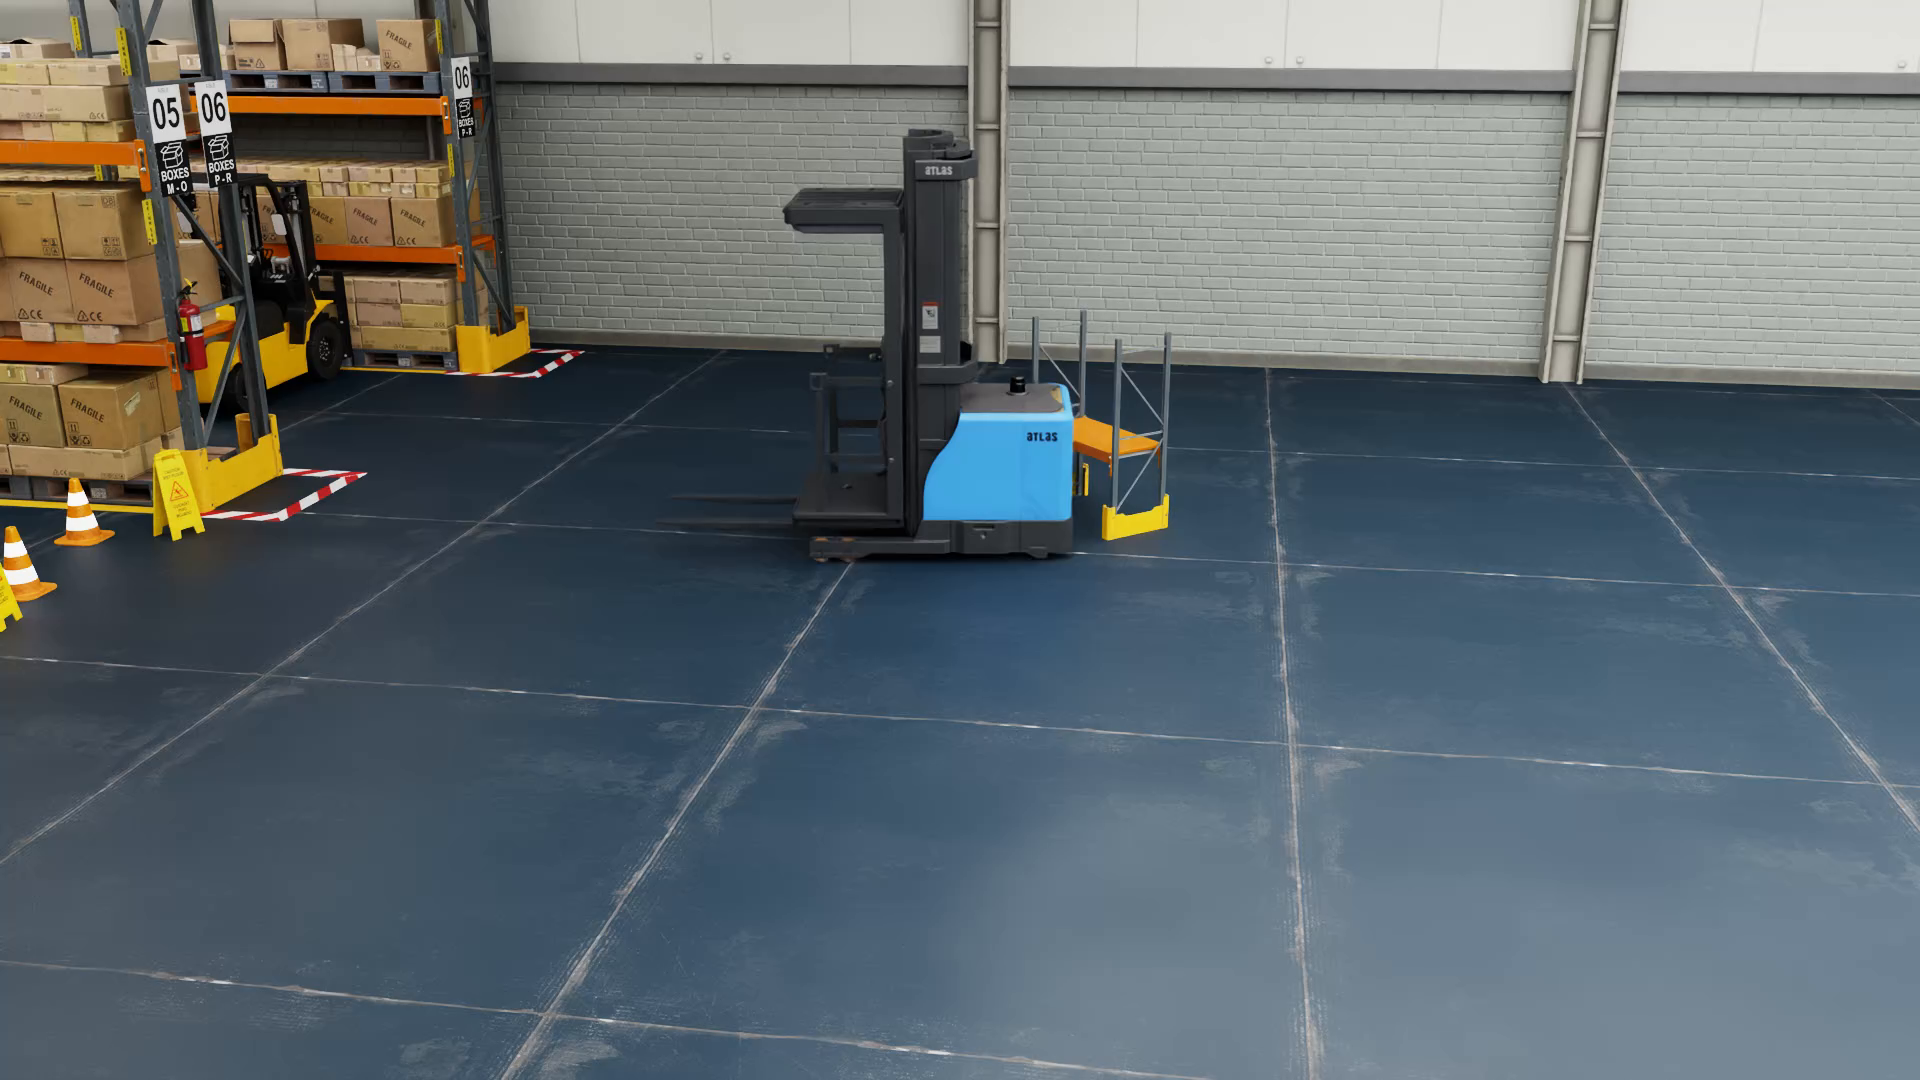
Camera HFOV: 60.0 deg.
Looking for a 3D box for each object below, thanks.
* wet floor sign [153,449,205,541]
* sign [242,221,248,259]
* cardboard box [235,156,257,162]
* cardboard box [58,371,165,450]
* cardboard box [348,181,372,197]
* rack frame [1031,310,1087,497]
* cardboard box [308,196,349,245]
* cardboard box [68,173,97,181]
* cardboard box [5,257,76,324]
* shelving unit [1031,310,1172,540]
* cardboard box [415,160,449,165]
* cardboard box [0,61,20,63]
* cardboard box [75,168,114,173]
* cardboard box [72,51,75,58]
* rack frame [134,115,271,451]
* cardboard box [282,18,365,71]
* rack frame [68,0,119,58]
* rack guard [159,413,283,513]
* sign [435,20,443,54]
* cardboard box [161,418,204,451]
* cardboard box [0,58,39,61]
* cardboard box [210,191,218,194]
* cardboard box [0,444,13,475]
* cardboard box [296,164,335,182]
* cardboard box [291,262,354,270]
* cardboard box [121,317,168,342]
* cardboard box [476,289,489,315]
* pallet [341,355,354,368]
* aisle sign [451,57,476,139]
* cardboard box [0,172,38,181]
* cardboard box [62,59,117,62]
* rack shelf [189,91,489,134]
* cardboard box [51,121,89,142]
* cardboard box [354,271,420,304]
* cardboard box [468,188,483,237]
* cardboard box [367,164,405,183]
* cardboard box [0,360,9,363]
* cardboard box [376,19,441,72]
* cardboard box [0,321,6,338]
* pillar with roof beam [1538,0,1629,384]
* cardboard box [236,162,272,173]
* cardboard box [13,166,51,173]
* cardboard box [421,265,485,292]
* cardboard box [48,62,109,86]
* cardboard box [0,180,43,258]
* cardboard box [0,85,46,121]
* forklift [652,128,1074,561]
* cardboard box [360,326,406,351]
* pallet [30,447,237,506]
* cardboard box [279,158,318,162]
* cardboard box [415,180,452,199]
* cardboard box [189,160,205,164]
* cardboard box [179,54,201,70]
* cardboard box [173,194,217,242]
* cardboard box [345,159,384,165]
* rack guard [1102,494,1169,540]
[{"bbox_3d":[-5.843,-0.354,12.343,0.232,0.644,0.267,10,21,27],"label":"wet floor sign"},{"bbox_3d":[-5.775,-2.395,13.371,0.005,0.325,0.100,3,19,9],"label":"sign"},{"bbox_3d":[-7.902,-4.118,18.236,0.250,0.149,0.380,3,19,8],"label":"cardboard box"},{"bbox_3d":[-6.694,-1.024,13.127,0.500,0.500,0.500,3,19,9],"label":"cardboard box"},{"bbox_3d":[-6.211,-3.707,17.474,0.250,0.149,0.380,3,19,8],"label":"cardboard box"},{"bbox_3d":[0.768,-1.033,13.028,0.500,1.500,0.032,-12,22,-31],"label":"rack frame"},{"bbox_3d":[-6.622,-3.415,17.624,0.500,0.500,0.500,3,19,8],"label":"cardboard box"},{"bbox_3d":[-9.399,-3.874,17.975,0.250,0.149,0.380,4,19,11],"label":"cardboard box"},{"bbox_3d":[-6.934,-1.971,12.840,0.500,0.500,0.500,3,19,9],"label":"cardboard box"},{"bbox_3d":[-7.100,-1.310,13.381,13.309,1.800,11.382,-12,22,-31],"label":"shelving unit"},{"bbox_3d":[-5.628,-3.983,17.831,0.250,0.149,0.380,4,19,11],"label":"cardboard box"},{"bbox_3d":[-7.228,-3.497,12.438,0.250,0.149,0.380,3,19,9],"label":"cardboard box"},{"bbox_3d":[-9.596,-4.041,18.474,0.250,0.149,0.380,2,19,7],"label":"cardboard box"},{"bbox_3d":[-9.834,-5.226,18.043,0.250,0.149,0.380,3,19,9],"label":"cardboard box"},{"bbox_3d":[-5.861,-1.815,13.000,0.127,3.000,1.000,3,19,9],"label":"rack frame"},{"bbox_3d":[-6.549,-5.115,17.160,0.500,0.500,0.700,3,19,9],"label":"cardboard box"},{"bbox_3d":[-9.027,-6.416,17.298,0.127,3.000,1.000,3,19,9],"label":"rack frame"},{"bbox_3d":[-5.936,-0.633,13.408,0.348,0.500,1.175,3,19,9],"label":"rack guard"},{"bbox_3d":[-5.177,-5.006,16.538,0.005,0.325,0.100,3,19,9],"label":"sign"},{"bbox_3d":[-6.614,-0.837,13.750,0.500,0.250,0.500,3,19,8],"label":"cardboard box"},{"bbox_3d":[-7.409,-3.675,12.971,0.250,0.149,0.380,3,19,10],"label":"cardboard box"},{"bbox_3d":[-7.746,-3.762,17.639,0.250,0.149,0.380,3,19,8],"label":"cardboard box"},{"bbox_3d":[-7.730,-0.720,13.398,0.500,0.250,0.500,2,19,7],"label":"cardboard box"},{"bbox_3d":[-6.741,-3.851,17.437,0.250,0.149,0.380,3,19,10],"label":"cardboard box"},{"bbox_3d":[-7.013,-2.904,18.349,0.500,0.250,0.500,3,19,8],"label":"cardboard box"},{"bbox_3d":[-6.264,-1.648,12.896,0.250,0.149,0.380,4,19,10],"label":"cardboard box"},{"bbox_3d":[-5.509,-2.591,18.204,0.500,0.250,0.500,3,19,10],"label":"cardboard box"},{"bbox_3d":[-7.040,-2.135,18.352,1.213,0.211,1.003,3,19,9],"label":"pallet"},{"bbox_3d":[-5.059,-4.508,16.951,0.004,0.787,0.394,3,19,9],"label":"aisle sign"},{"bbox_3d":[-10.171,-3.882,17.998,0.250,0.149,0.380,2,19,7],"label":"cardboard box"},{"bbox_3d":[-6.668,-3.618,12.800,0.250,0.149,0.380,3,19,9],"label":"cardboard box"},{"bbox_3d":[-7.052,-4.552,17.587,4.000,0.370,1.077,3,19,9],"label":"rack shelf"},{"bbox_3d":[-6.509,-3.051,12.362,0.250,0.149,0.380,3,19,9],"label":"cardboard box"},{"bbox_3d":[-6.087,-2.689,17.708,0.500,0.250,0.500,3,19,10],"label":"cardboard box"},{"bbox_3d":[-5.523,-3.530,17.967,0.500,0.500,0.500,4,19,10],"label":"cardboard box"},{"bbox_3d":[-5.976,-3.826,17.361,0.250,0.149,0.380,3,19,10],"label":"cardboard box"},{"bbox_3d":[-7.574,-1.357,13.098,0.250,0.149,0.380,4,19,11],"label":"cardboard box"},{"bbox_3d":[-5.553,-5.033,16.912,0.500,0.500,0.500,4,19,10],"label":"cardboard box"},{"bbox_3d":[-7.538,-1.690,13.023,0.250,0.149,0.380,3,19,8],"label":"cardboard box"},{"bbox_3d":[5.543,-4.580,11.809,0.400,9.000,9.100,3,19,9],"label":"pillar with roof beam"},{"bbox_3d":[-7.475,-3.919,17.639,0.250,0.149,0.380,3,19,8],"label":"cardboard box"},{"bbox_3d":[-10.340,-4.081,18.593,0.250,0.149,0.380,3,19,9],"label":"cardboard box"},{"bbox_3d":[-5.522,-2.823,18.109,0.500,0.250,0.500,3,19,8],"label":"cardboard box"},{"bbox_3d":[-6.491,-3.446,12.287,0.250,0.149,0.380,3,19,10],"label":"cardboard box"},{"bbox_3d":[-7.419,-2.456,12.714,0.500,0.500,0.700,3,19,8],"label":"cardboard box"},{"bbox_3d":[-6.904,-3.279,12.415,0.500,0.250,0.500,3,19,8],"label":"cardboard box"},{"bbox_3d":[-0.701,-1.404,11.881,3.031,2.935,1.130,0,19,1],"label":"forklift"},{"bbox_3d":[-6.081,-2.218,17.876,0.500,0.250,0.500,3,19,9],"label":"cardboard box"},{"bbox_3d":[-6.733,-0.548,13.609,1.213,0.211,1.003,3,19,9],"label":"pallet"},{"bbox_3d":[-7.159,-4.049,18.029,0.250,0.149,0.380,3,19,10],"label":"cardboard box"},{"bbox_3d":[-5.464,-3.655,17.319,0.250,0.149,0.380,3,19,9],"label":"cardboard box"},{"bbox_3d":[-8.234,-3.964,17.773,0.250,0.149,0.380,3,19,8],"label":"cardboard box"},{"bbox_3d":[-7.873,-4.965,17.264,0.250,0.149,0.380,3,19,10],"label":"cardboard box"},{"bbox_3d":[-8.113,-3.494,17.860,0.500,0.500,0.500,3,19,10],"label":"cardboard box"},{"bbox_3d":[-6.397,-4.005,17.898,0.250,0.149,0.380,4,19,10],"label":"cardboard box"},{"bbox_3d":[1.313,-0.175,12.434,0.587,0.250,0.087,-12,22,-31],"label":"rack guard"}]
